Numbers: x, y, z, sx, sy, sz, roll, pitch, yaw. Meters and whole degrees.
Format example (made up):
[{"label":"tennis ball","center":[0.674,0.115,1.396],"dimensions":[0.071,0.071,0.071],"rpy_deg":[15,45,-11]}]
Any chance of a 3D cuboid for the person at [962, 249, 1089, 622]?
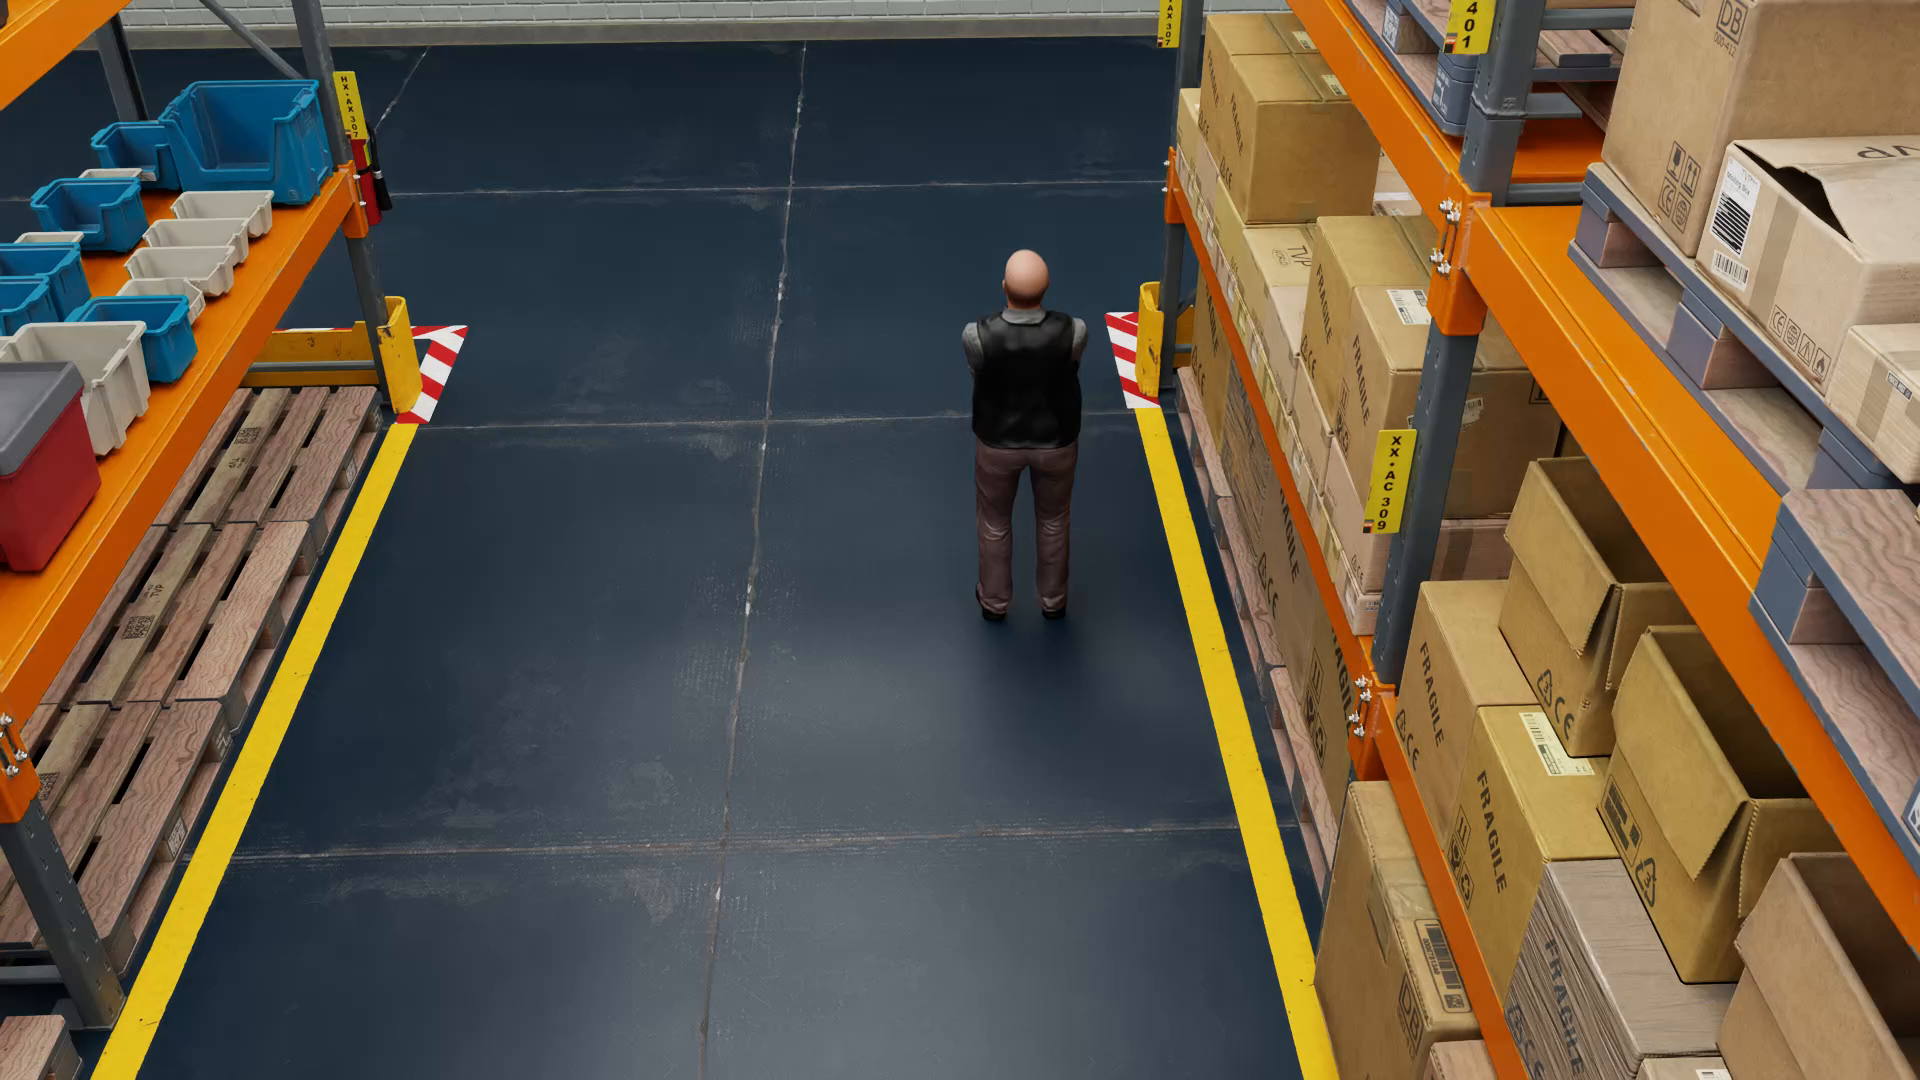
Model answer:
[{"label":"person","center":[0.249,-0.462,6.834],"dimensions":[0.494,1.711,0.559],"rpy_deg":[-1,35,-1]}]
